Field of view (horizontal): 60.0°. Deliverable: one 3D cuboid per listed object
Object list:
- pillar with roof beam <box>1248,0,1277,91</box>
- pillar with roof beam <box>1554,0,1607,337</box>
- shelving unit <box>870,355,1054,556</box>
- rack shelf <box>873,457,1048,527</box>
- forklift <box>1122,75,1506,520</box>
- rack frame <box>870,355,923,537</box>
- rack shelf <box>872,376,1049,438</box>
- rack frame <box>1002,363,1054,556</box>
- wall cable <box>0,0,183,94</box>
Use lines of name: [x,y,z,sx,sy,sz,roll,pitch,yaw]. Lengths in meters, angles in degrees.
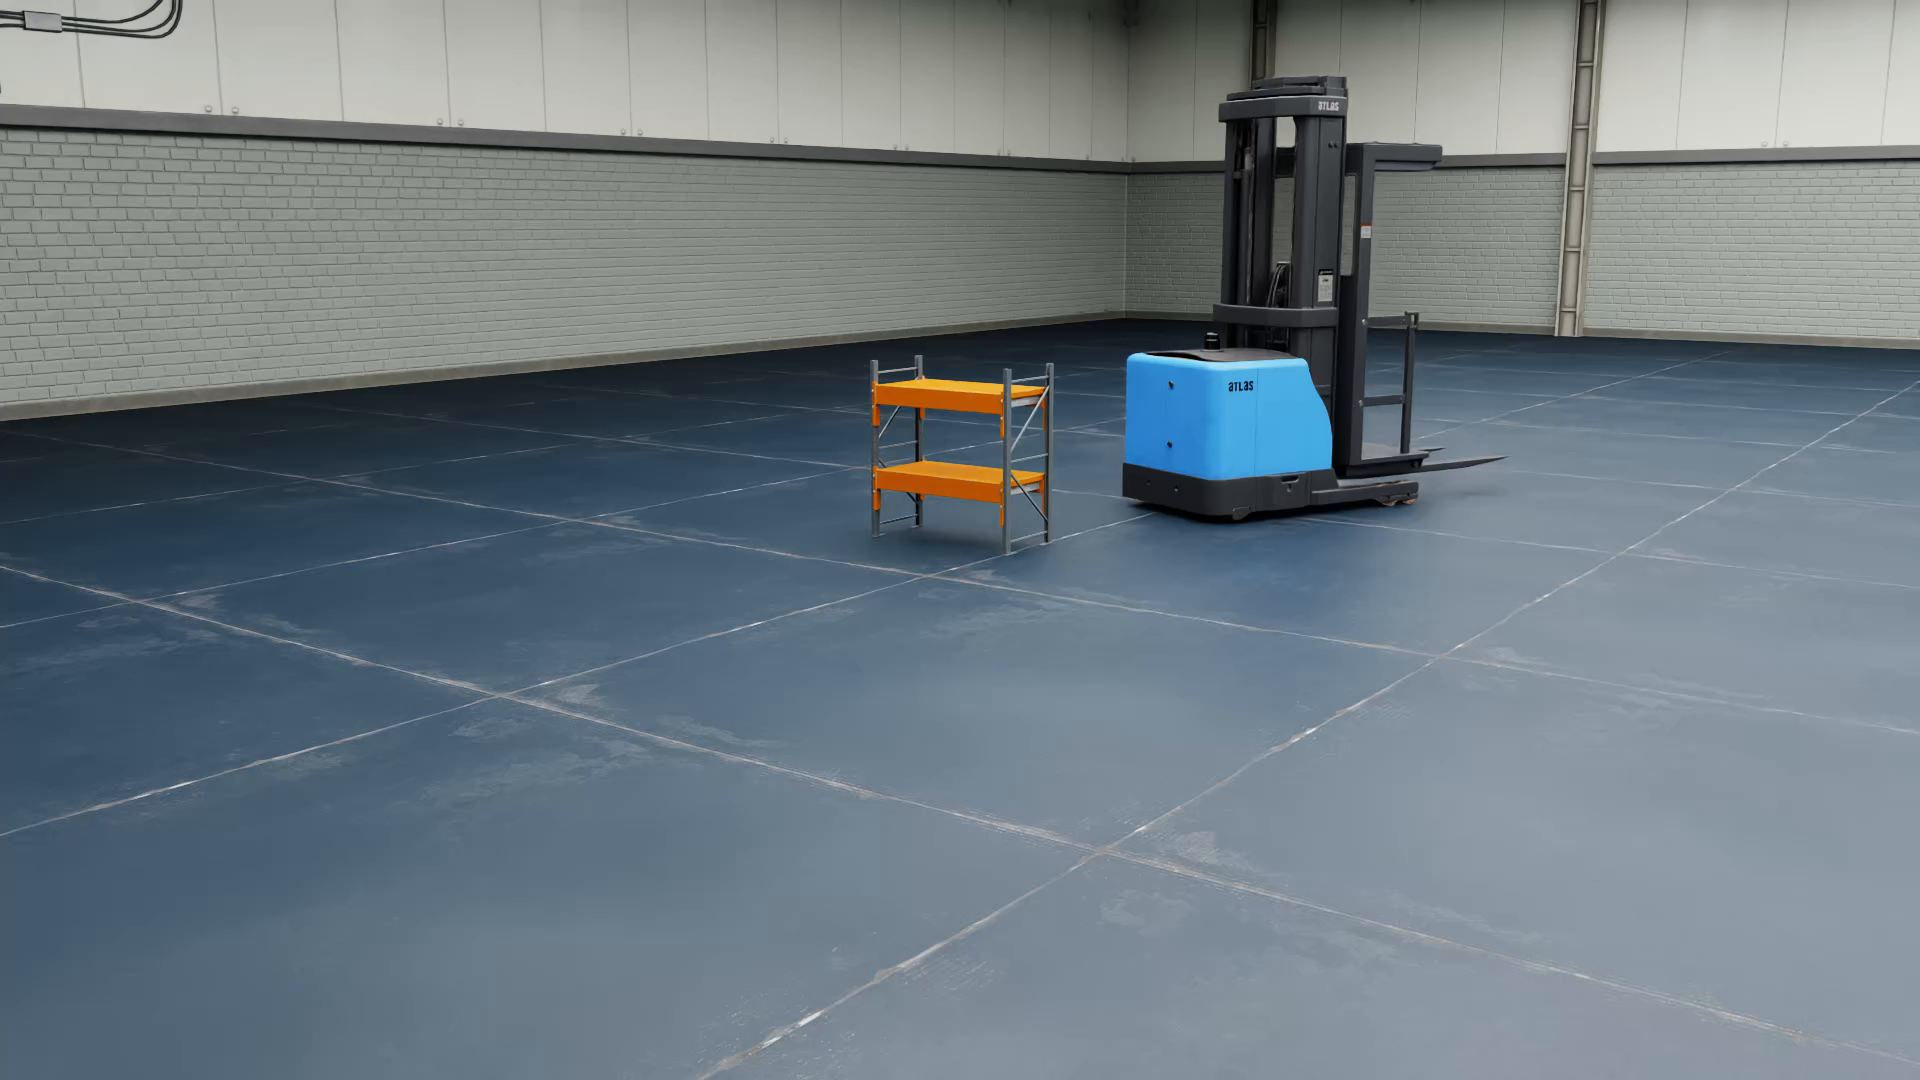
pillar with roof beam: [3.142,-7.961,27.990,0.548,9.000,9.100,8,13,36]
pillar with roof beam: [7.978,-7.287,24.503,0.400,9.000,9.100,8,13,36]
shelving unit: [0.005,-0.552,10.419,1.048,1.125,0.538,8,13,36]
rack shelf: [0.005,-0.311,10.465,1.000,0.278,0.538,8,13,36]
forklift: [2.676,-1.754,11.878,3.031,2.935,1.130,-7,13,-31]
rack frame: [-0.404,-0.609,10.714,0.032,1.125,0.500,8,13,36]
rack shelf: [0.005,-0.839,10.363,1.000,0.278,0.538,8,13,36]
rack frame: [0.415,-0.494,10.124,0.032,1.125,0.500,8,13,36]
wall cable: [-8.915,-7.453,16.408,0.169,6.003,2.305,8,13,36]
